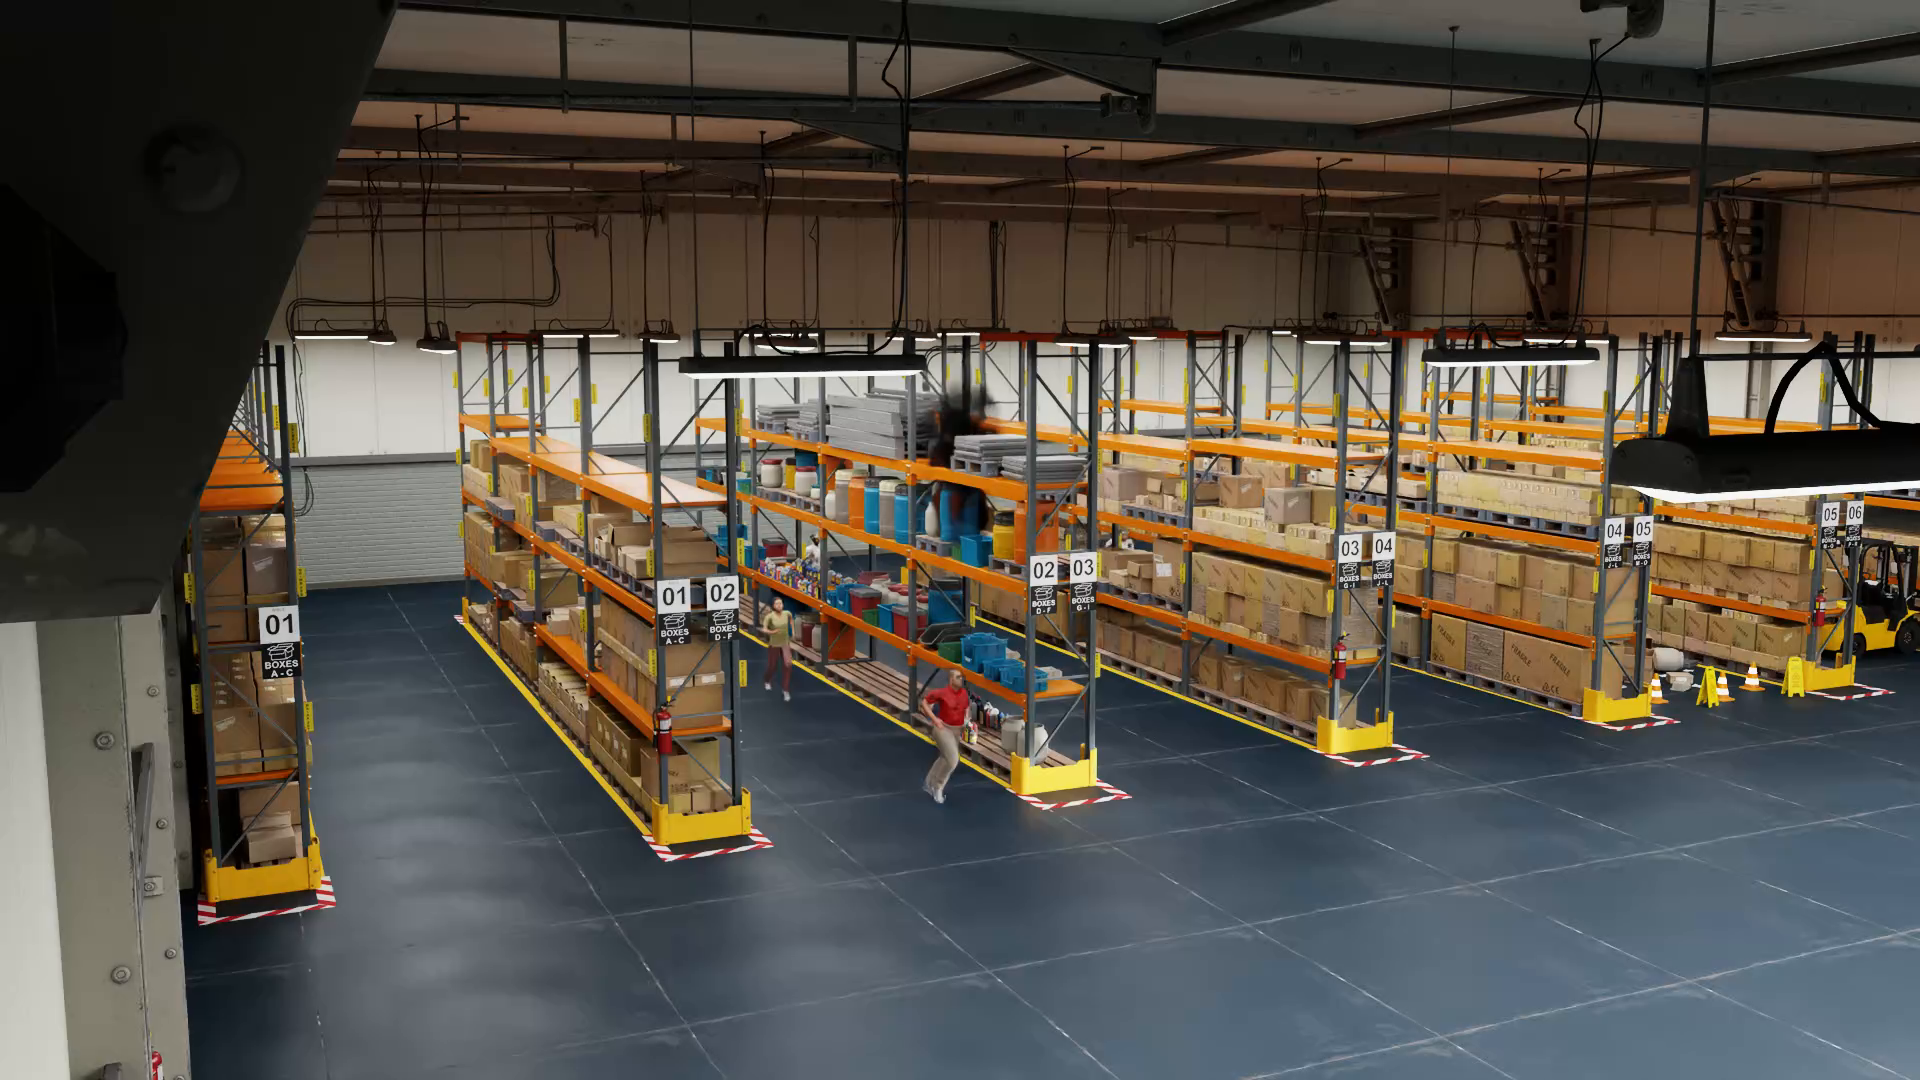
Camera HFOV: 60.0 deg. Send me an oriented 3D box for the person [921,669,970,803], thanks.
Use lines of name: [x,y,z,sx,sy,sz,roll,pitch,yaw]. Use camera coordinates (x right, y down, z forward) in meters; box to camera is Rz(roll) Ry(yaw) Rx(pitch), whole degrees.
person: [-0.145,2.572,21.905,0.674,1.771,0.651,6,10,37]

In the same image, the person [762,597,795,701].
person: [-3.033,1.776,27.747,0.583,1.703,0.901,-3,8,-19]

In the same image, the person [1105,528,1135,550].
person: [3.554,0.536,37.001,0.607,1.684,0.883,-4,9,-29]

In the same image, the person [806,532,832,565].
person: [-3.106,0.635,36.353,0.601,1.645,0.602,-7,10,-40]
